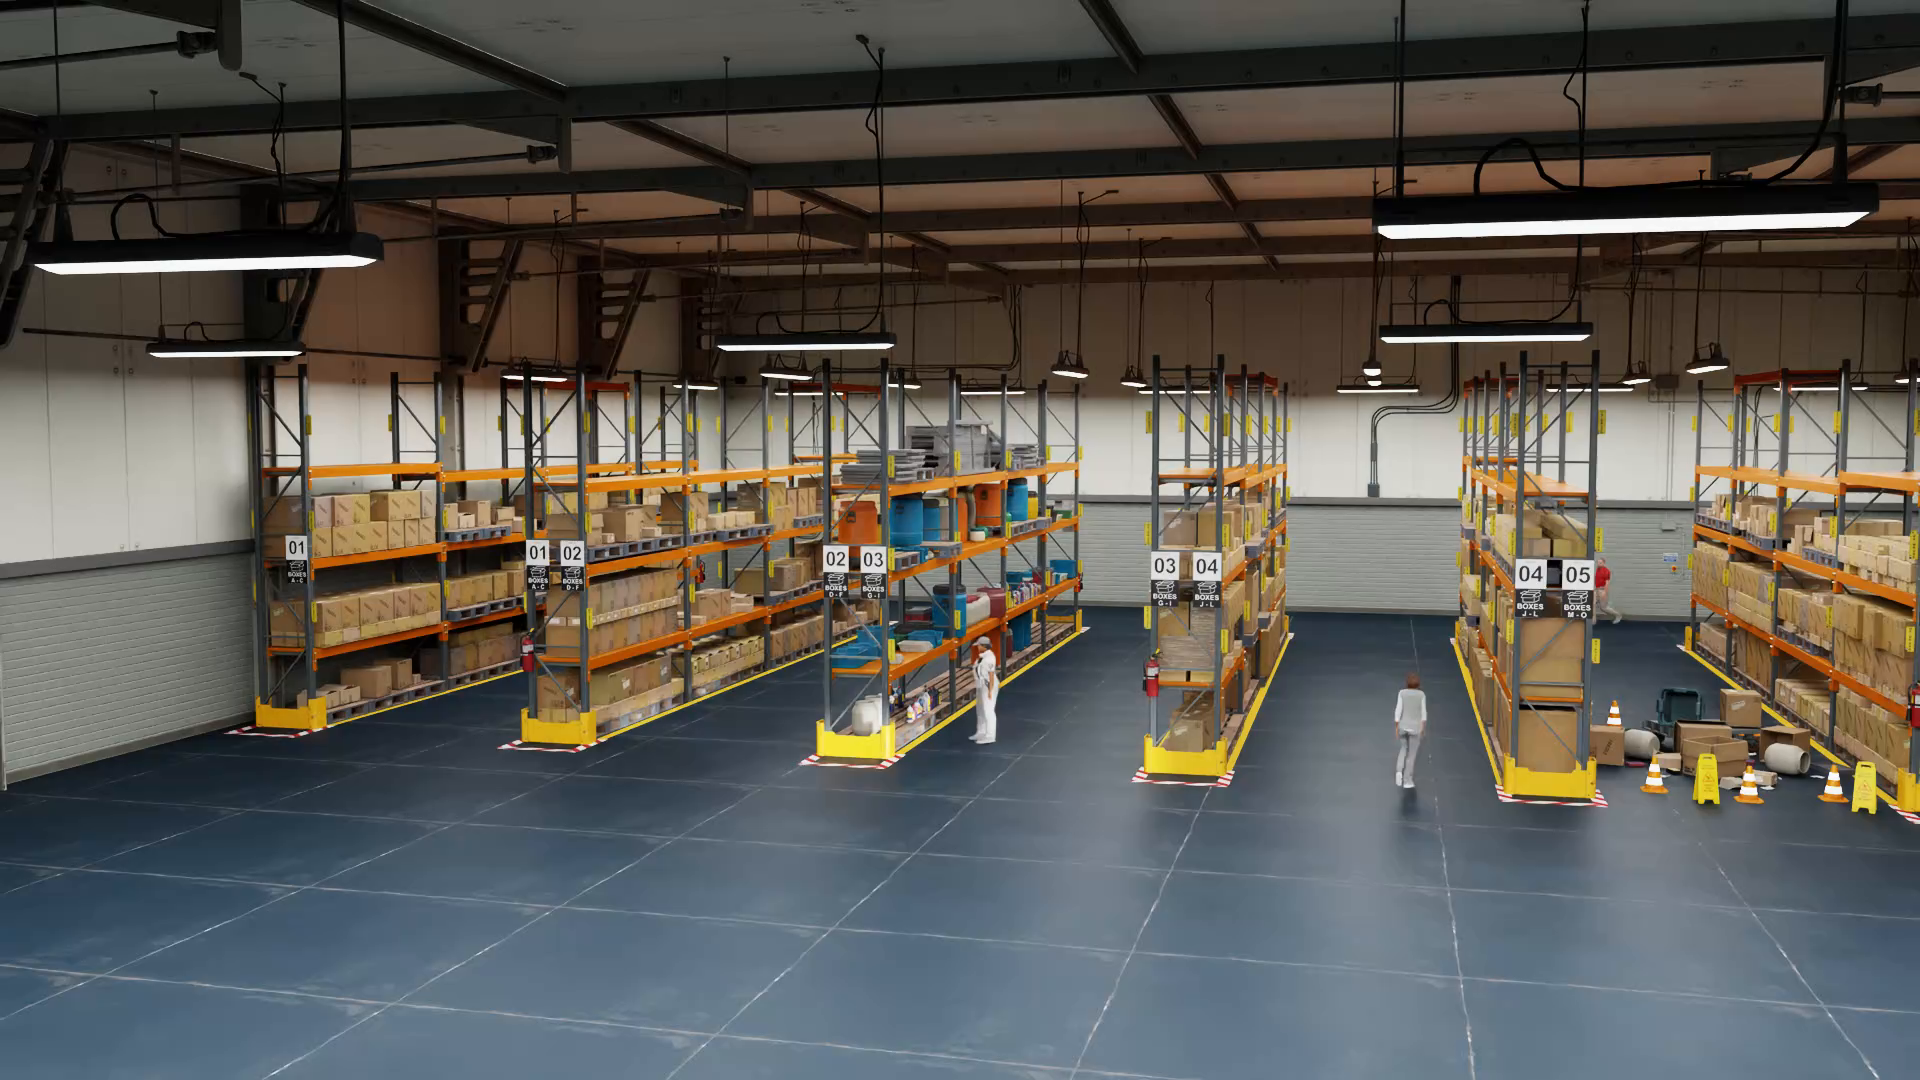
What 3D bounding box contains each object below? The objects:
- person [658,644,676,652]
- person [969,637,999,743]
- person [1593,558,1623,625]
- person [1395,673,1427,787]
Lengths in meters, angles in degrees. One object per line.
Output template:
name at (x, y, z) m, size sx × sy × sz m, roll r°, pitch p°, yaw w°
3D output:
person at (-6.130, 1.761, 34.920) m, size 0.577 × 1.738 × 0.487 m, roll -2°, pitch 5°, yaw -31°
person at (0.382, 2.354, 26.291) m, size 0.439 × 1.669 × 0.523 m, roll -1°, pitch 4°, yaw -17°
person at (16.013, 1.286, 41.426) m, size 0.885 × 1.674 × 0.590 m, roll 0°, pitch 4°, yaw 3°
person at (6.213, 2.611, 22.886) m, size 0.397 × 1.594 × 0.390 m, roll 3°, pitch 5°, yaw 40°
